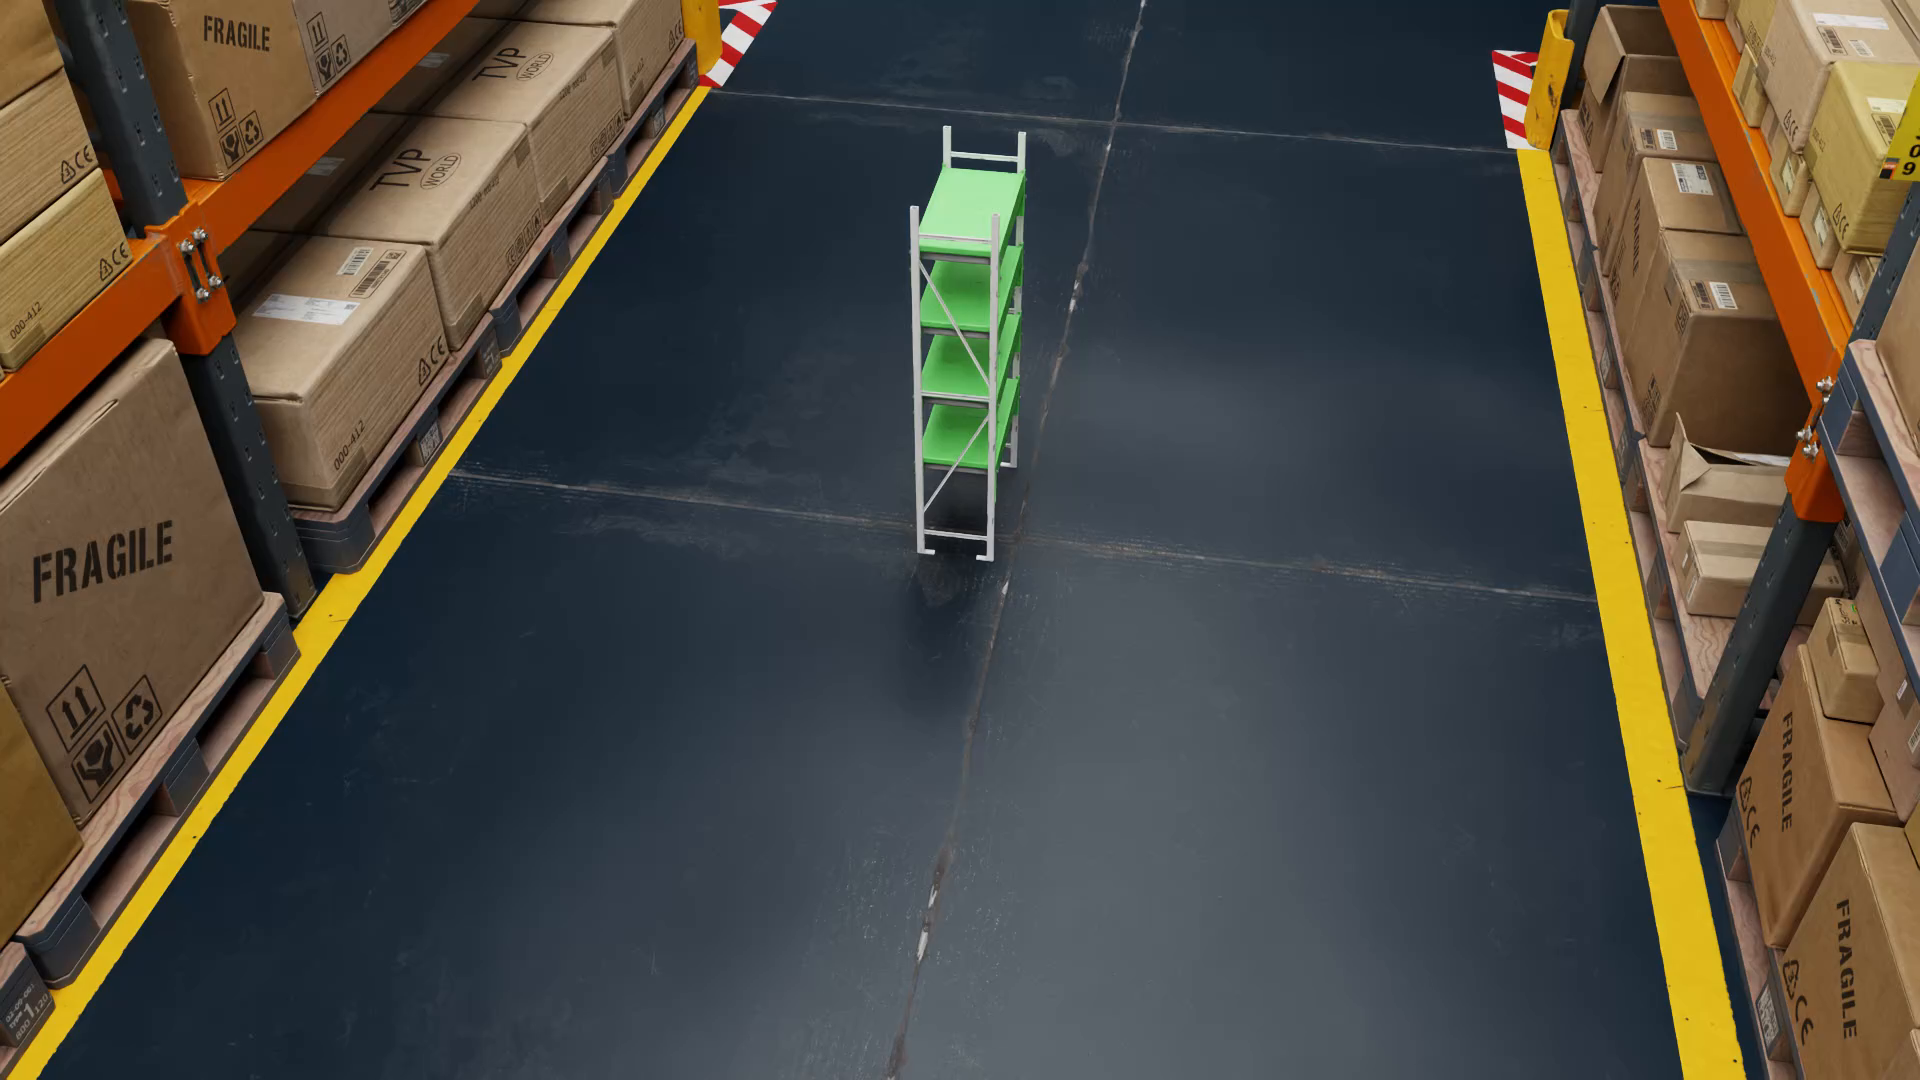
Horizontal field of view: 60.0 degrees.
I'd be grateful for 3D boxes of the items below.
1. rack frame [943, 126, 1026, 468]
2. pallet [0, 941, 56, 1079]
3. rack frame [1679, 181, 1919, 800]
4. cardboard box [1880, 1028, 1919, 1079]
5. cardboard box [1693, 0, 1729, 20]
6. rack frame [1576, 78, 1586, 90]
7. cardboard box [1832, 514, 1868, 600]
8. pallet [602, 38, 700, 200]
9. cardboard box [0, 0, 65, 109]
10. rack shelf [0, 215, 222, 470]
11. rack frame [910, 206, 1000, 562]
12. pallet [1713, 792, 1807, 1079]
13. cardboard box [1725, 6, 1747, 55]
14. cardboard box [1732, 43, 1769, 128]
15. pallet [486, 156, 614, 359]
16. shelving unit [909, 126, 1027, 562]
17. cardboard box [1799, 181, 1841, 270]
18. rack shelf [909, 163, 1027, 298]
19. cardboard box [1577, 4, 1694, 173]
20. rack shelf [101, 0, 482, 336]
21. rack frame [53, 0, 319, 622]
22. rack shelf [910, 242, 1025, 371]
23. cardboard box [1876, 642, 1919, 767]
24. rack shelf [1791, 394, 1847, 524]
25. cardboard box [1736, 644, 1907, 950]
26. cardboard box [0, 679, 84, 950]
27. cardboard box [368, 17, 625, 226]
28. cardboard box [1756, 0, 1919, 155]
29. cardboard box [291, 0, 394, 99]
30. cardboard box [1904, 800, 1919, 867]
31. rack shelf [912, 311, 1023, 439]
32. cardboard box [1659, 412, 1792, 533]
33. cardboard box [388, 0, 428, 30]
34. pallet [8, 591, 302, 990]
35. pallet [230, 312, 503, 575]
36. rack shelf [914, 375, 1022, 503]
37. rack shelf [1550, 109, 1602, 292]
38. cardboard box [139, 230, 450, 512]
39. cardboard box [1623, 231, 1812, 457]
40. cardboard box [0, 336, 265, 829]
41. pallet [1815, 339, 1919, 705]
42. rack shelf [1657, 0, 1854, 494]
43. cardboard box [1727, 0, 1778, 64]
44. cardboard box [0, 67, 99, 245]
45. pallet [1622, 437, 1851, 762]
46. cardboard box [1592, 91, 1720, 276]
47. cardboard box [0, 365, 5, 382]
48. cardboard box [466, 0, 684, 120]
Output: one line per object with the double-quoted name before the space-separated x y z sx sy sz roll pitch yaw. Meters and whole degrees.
"rack frame" 0.071 -0.719 5.179 0.240 1.200 0.015 6 40 8
"pallet" -2.720 1.328 3.479 1.003 0.211 1.213 6 40 8
"rack frame" 2.438 -0.463 3.455 1.000 3.000 0.127 6 40 8
"cardboard box" 1.959 1.266 2.997 0.500 0.500 0.500 5 40 6
"cardboard box" 2.506 -1.729 5.185 0.380 0.149 0.250 7 40 9
"rack frame" 3.127 -2.973 6.492 0.949 2.616 0.053 6 40 8
"cardboard box" 2.785 0.023 4.648 0.500 0.311 0.500 8 40 9
"pallet" -1.821 -1.933 7.422 1.003 0.211 1.213 6 40 8
"cardboard box" -2.282 -1.123 3.391 0.500 0.500 0.500 8 40 9
"rack shelf" -2.798 0.525 2.826 1.077 0.370 4.000 6 40 8
"rack frame" -0.014 -0.413 4.808 0.240 1.200 0.015 6 40 8
"pallet" 2.334 1.127 3.722 1.003 0.211 1.213 6 40 8
"cardboard box" 2.529 -1.560 4.980 0.380 0.149 0.250 6 40 8
"cardboard box" 2.378 -1.250 4.605 0.380 0.149 0.250 6 40 7
"pallet" -2.034 -1.169 6.499 1.003 0.211 1.213 6 40 8
"shelving unit" 0.029 -0.566 4.993 0.258 1.200 0.503 6 40 8
"cardboard box" 2.268 -0.759 4.012 0.380 0.149 0.250 7 40 9
"rack shelf" 0.029 -0.887 4.728 0.258 0.148 0.480 6 40 8
"cardboard box" 2.931 -1.799 6.702 0.797 0.503 0.637 5 40 6
"rack shelf" -2.105 -1.985 5.862 1.077 0.370 4.000 6 40 8
"rack frame" -2.452 -1.008 4.115 1.000 3.000 0.127 6 40 8
"rack shelf" 0.029 -0.702 4.881 0.258 0.148 0.480 6 40 8
"cardboard box" 2.116 0.339 3.376 0.380 0.149 0.250 5 40 6
"rack shelf" 2.092 1.070 2.166 1.077 0.370 4.000 6 40 8
"cardboard box" 2.133 0.618 3.781 0.500 0.500 0.500 8 40 10
"cardboard box" -2.629 0.615 3.490 0.875 0.875 0.875 7 40 9
"cardboard box" -1.925 -1.692 6.623 0.875 0.438 0.875 7 40 9
"cardboard box" 2.358 -1.182 4.210 0.500 0.250 0.500 7 40 8
"cardboard box" -2.021 -1.627 4.785 0.500 0.500 0.500 7 40 8
"cardboard box" 2.109 0.629 3.258 0.380 0.149 0.250 4 40 5
"rack shelf" 0.029 -0.517 5.034 0.258 0.148 0.480 6 40 8
"cardboard box" 2.307 -0.177 4.926 0.396 0.266 0.258 8 40 9
"cardboard box" -1.929 -1.938 5.162 0.500 0.500 0.500 7 40 8
"pallet" -2.511 0.560 4.407 1.003 0.211 1.213 6 40 8
"pallet" -2.243 -0.401 5.570 1.003 0.211 1.213 6 40 8
"rack shelf" 0.029 -0.332 5.187 0.258 0.148 0.480 6 40 8
"rack shelf" -12.545 -0.712 3.915 30.696 2.800 11.642 6 40 8
"cardboard box" -2.237 -0.564 5.259 0.875 0.438 0.875 6 40 7
"cardboard box" 2.565 -0.614 5.271 0.700 0.500 0.500 5 40 6
"cardboard box" -2.480 0.047 4.176 0.875 0.875 0.875 8 40 9
"pallet" 2.192 0.101 2.925 1.003 0.211 1.213 6 40 8
"rack shelf" 2.784 -1.440 5.203 1.077 0.370 4.000 6 40 8
"cardboard box" 2.457 -1.493 4.587 0.500 0.250 0.500 6 40 7
"cardboard box" -2.288 -0.839 3.636 0.500 0.250 0.500 6 40 8
"pallet" 2.558 0.181 4.865 1.003 0.211 1.213 6 40 8
"cardboard box" 2.745 -1.266 6.059 0.700 0.500 0.500 8 40 9
"cardboard box" -2.370 -0.321 3.402 0.500 0.250 0.500 6 40 7
"cardboard box" -1.775 -2.267 7.319 0.875 0.438 0.875 5 40 6
